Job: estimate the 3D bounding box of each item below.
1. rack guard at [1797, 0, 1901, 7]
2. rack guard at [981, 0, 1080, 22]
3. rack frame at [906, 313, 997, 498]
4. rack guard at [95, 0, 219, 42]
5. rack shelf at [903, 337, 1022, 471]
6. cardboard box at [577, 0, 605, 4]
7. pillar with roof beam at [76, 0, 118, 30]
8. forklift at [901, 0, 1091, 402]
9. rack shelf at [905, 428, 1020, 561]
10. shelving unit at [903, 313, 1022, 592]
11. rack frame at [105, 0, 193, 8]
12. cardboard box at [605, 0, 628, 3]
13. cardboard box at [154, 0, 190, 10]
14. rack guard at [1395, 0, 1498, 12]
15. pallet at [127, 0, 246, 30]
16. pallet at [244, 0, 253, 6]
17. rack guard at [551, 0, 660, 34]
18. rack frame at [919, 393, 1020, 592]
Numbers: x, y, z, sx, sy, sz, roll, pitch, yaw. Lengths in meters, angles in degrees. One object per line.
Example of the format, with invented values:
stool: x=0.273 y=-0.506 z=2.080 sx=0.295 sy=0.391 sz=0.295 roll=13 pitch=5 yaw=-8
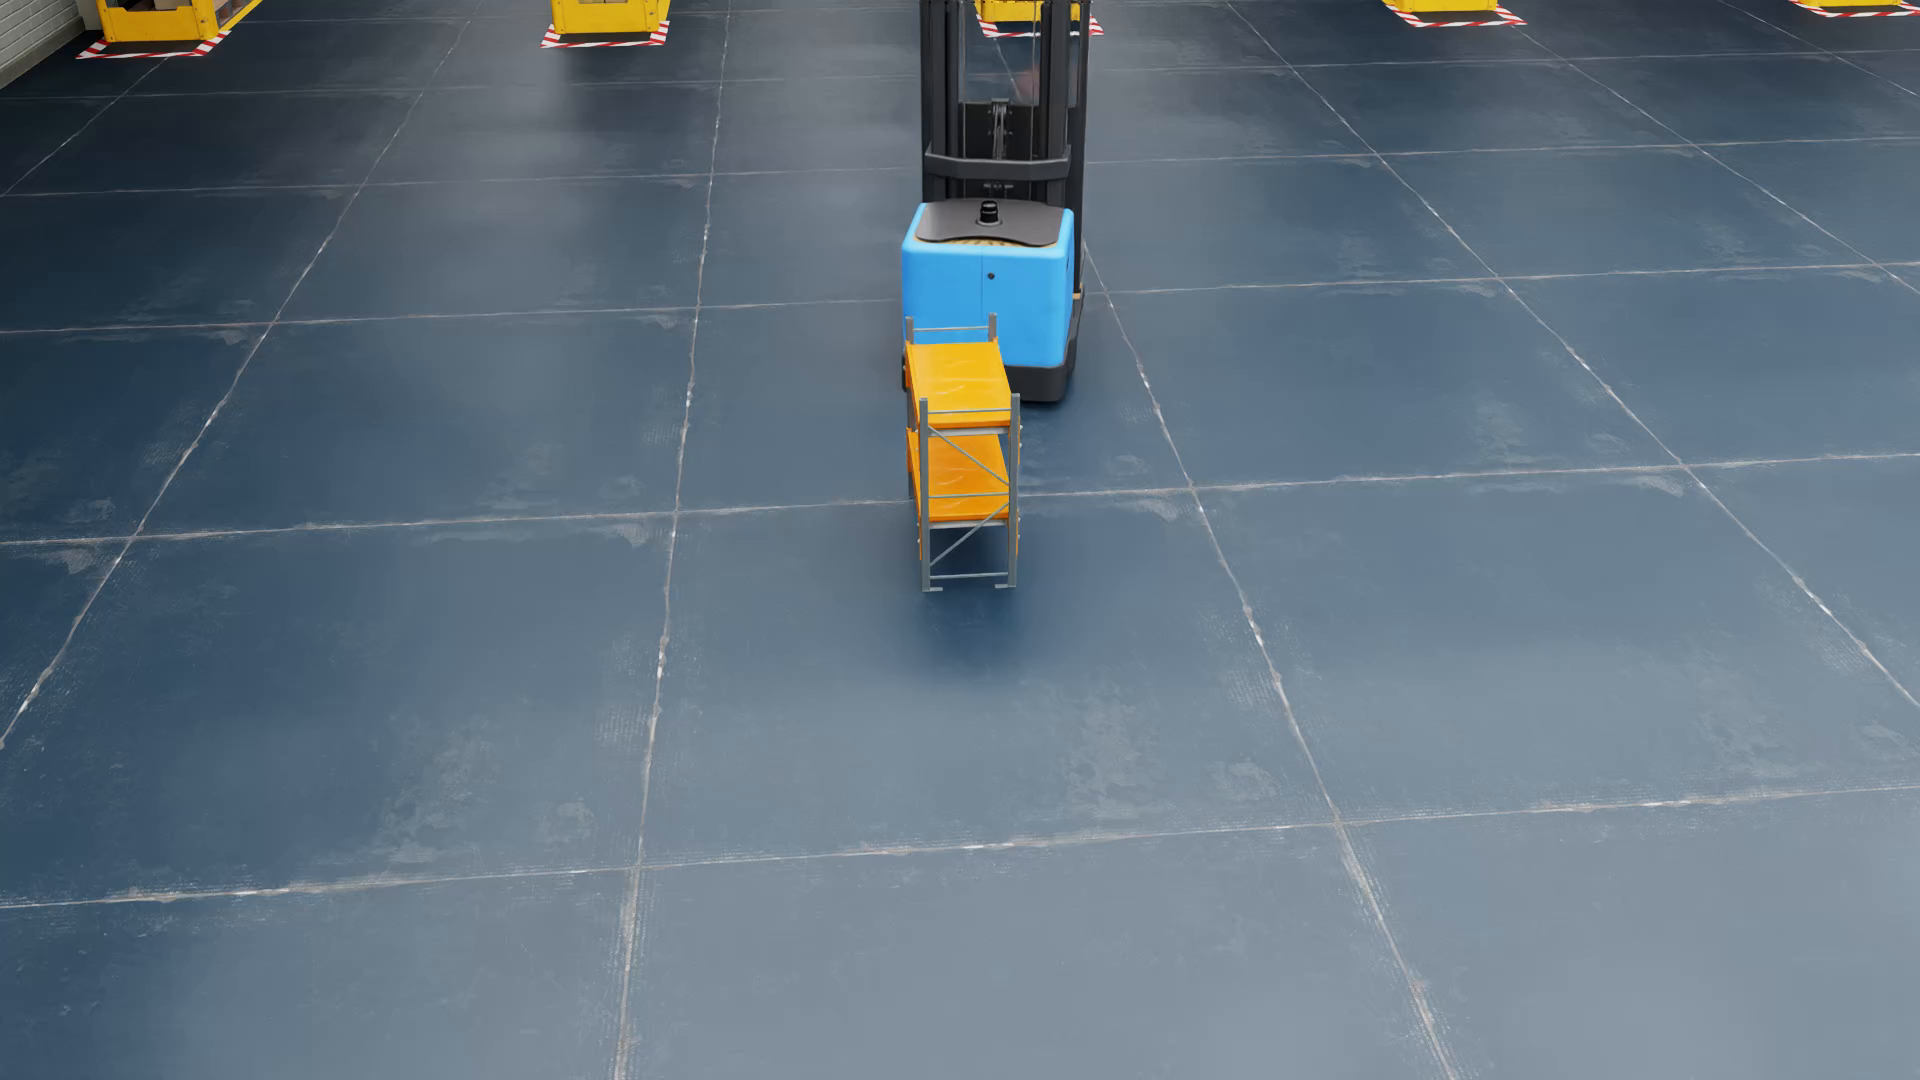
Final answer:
rack guard: x=10.772 y=-6.728 z=20.027 sx=1.175 sy=0.500 sz=0.348 roll=-3 pitch=31 yaw=-5
rack guard: x=0.837 y=-6.354 z=19.400 sx=1.175 sy=0.500 sz=0.348 roll=-3 pitch=31 yaw=-5
rack frame: x=-0.048 y=-0.746 z=9.402 sx=0.500 sy=1.125 sz=0.032 roll=-3 pitch=31 yaw=-5
rack guard: x=-8.980 y=-5.882 z=18.609 sx=1.175 sy=0.500 sz=0.348 roll=-3 pitch=31 yaw=-5
rack shelf: x=-0.001 y=-0.738 z=8.817 sx=0.538 sy=0.278 sz=1.000 roll=-3 pitch=31 yaw=-5
cardboard box: x=-4.386 y=-6.415 z=19.336 sx=0.500 sy=0.250 sz=0.500 roll=-3 pitch=31 yaw=-5
pillar with roof beam: x=-5.614 y=-10.014 z=17.239 sx=9.100 sy=9.000 sz=0.400 roll=-3 pitch=31 yaw=-5
forklift: x=0.317 y=-2.873 z=11.201 sx=1.130 sy=2.935 sz=3.031 roll=4 pitch=31 yaw=6
rack shelf: x=-0.001 y=-0.276 z=9.093 sx=0.538 sy=0.278 sz=1.000 roll=-3 pitch=31 yaw=-5
shelving unit: x=-0.001 y=-0.486 z=8.967 sx=0.538 sy=1.125 sz=1.048 roll=-3 pitch=31 yaw=-5
rack frame: x=-8.973 y=-6.916 z=17.903 sx=1.000 sy=3.000 sz=0.127 roll=-3 pitch=31 yaw=-5
cardboard box: x=-3.870 y=-6.439 z=19.377 sx=0.500 sy=0.250 sz=0.500 roll=-3 pitch=31 yaw=-5
cardboard box: x=-8.948 y=-6.308 z=19.079 sx=0.500 sy=0.311 sz=0.500 roll=-6 pitch=31 yaw=-10
rack guard: x=5.815 y=-6.593 z=19.801 sx=1.175 sy=0.500 sz=0.348 roll=-3 pitch=31 yaw=-5
pallet: x=-9.021 y=-6.174 z=19.381 sx=1.003 sy=0.211 sz=1.213 roll=-3 pitch=31 yaw=-5
pallet: x=-9.132 y=-6.795 z=20.421 sx=1.003 sy=0.211 sz=1.213 roll=-3 pitch=31 yaw=-5
rack guard: x=-4.039 y=-6.070 z=18.924 sx=1.175 sy=0.500 sz=0.348 roll=-3 pitch=31 yaw=-5
rack frame: x=0.047 y=-0.227 z=8.533 sx=0.500 sy=1.125 sz=0.032 roll=-3 pitch=31 yaw=-5
